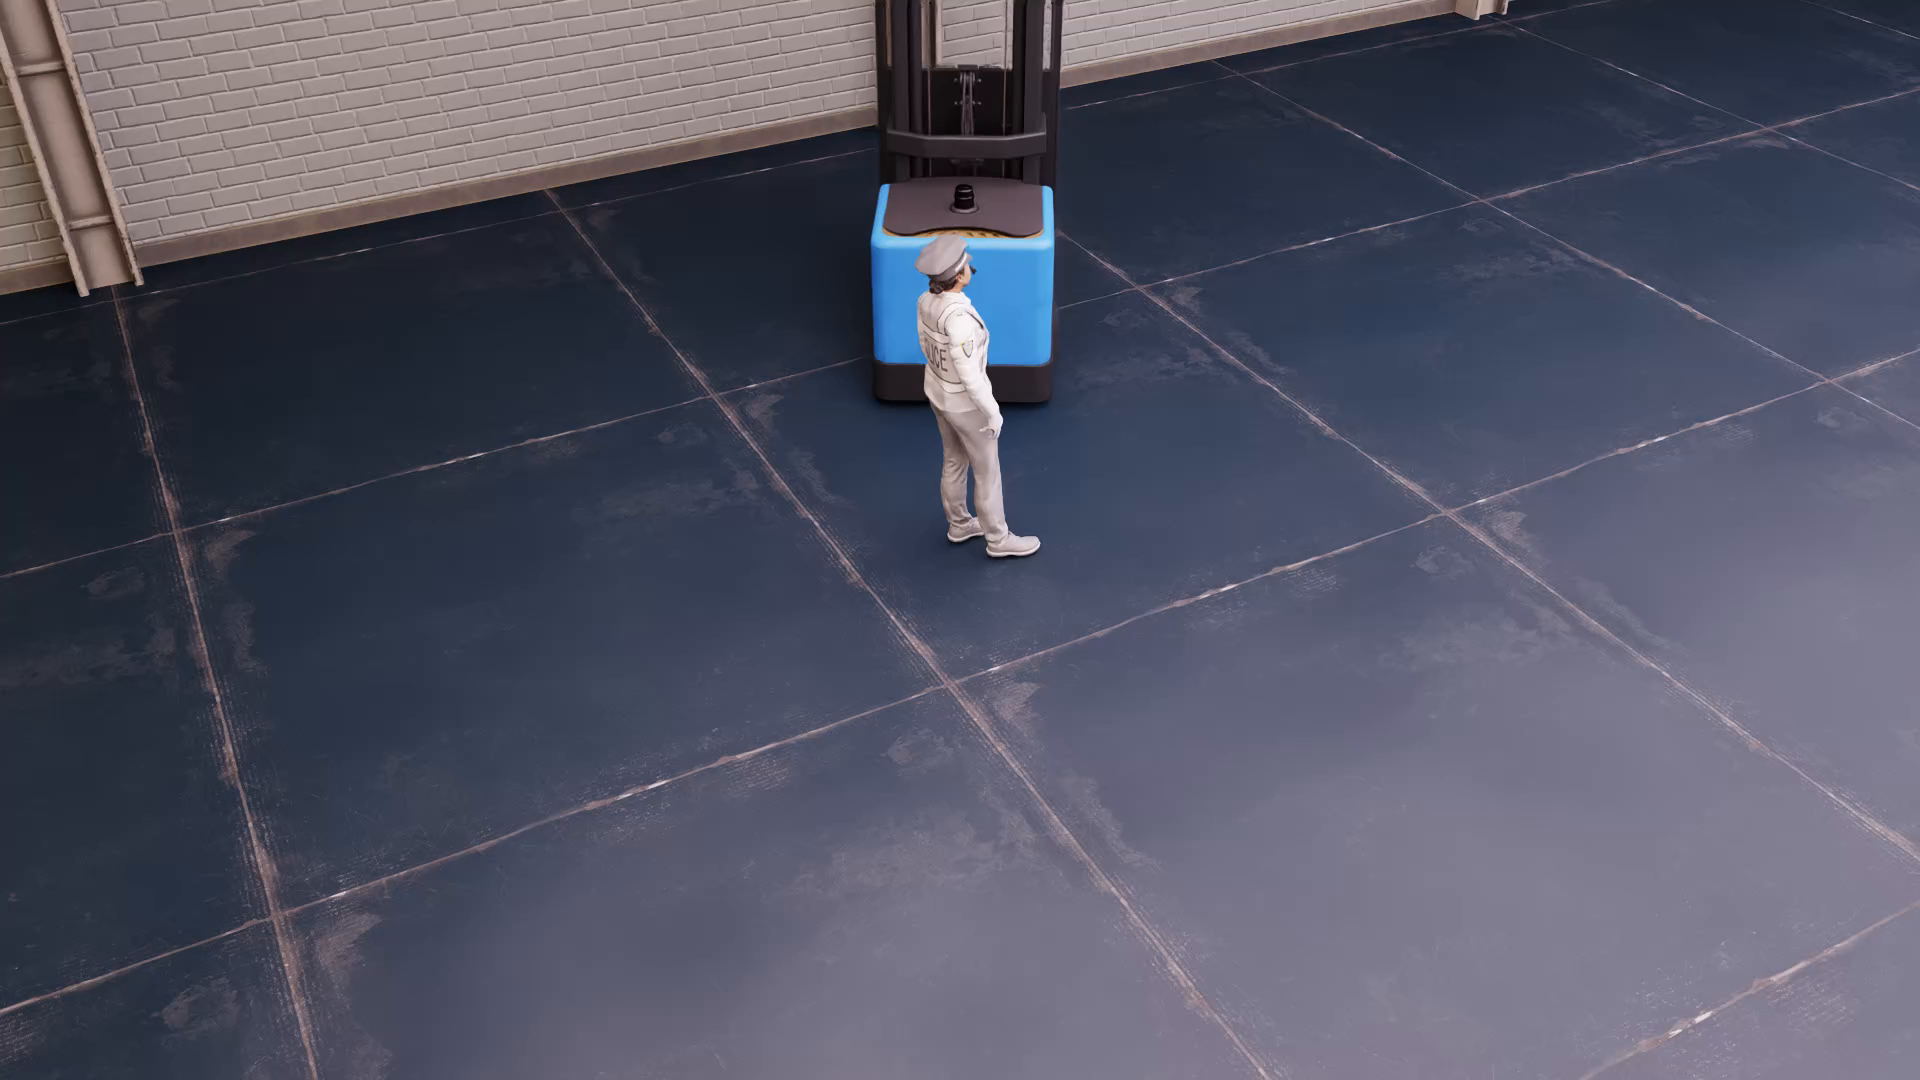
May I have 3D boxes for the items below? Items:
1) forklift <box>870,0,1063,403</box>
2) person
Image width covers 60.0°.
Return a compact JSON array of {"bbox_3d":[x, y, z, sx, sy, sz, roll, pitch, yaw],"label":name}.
[{"bbox_3d":[0.059,-2.818,10.109,1.130,2.935,3.031,1,35,2],"label":"forklift"},{"bbox_3d":[0.064,-0.713,8.190,0.531,1.694,0.586,-17,39,-23],"label":"person"}]
